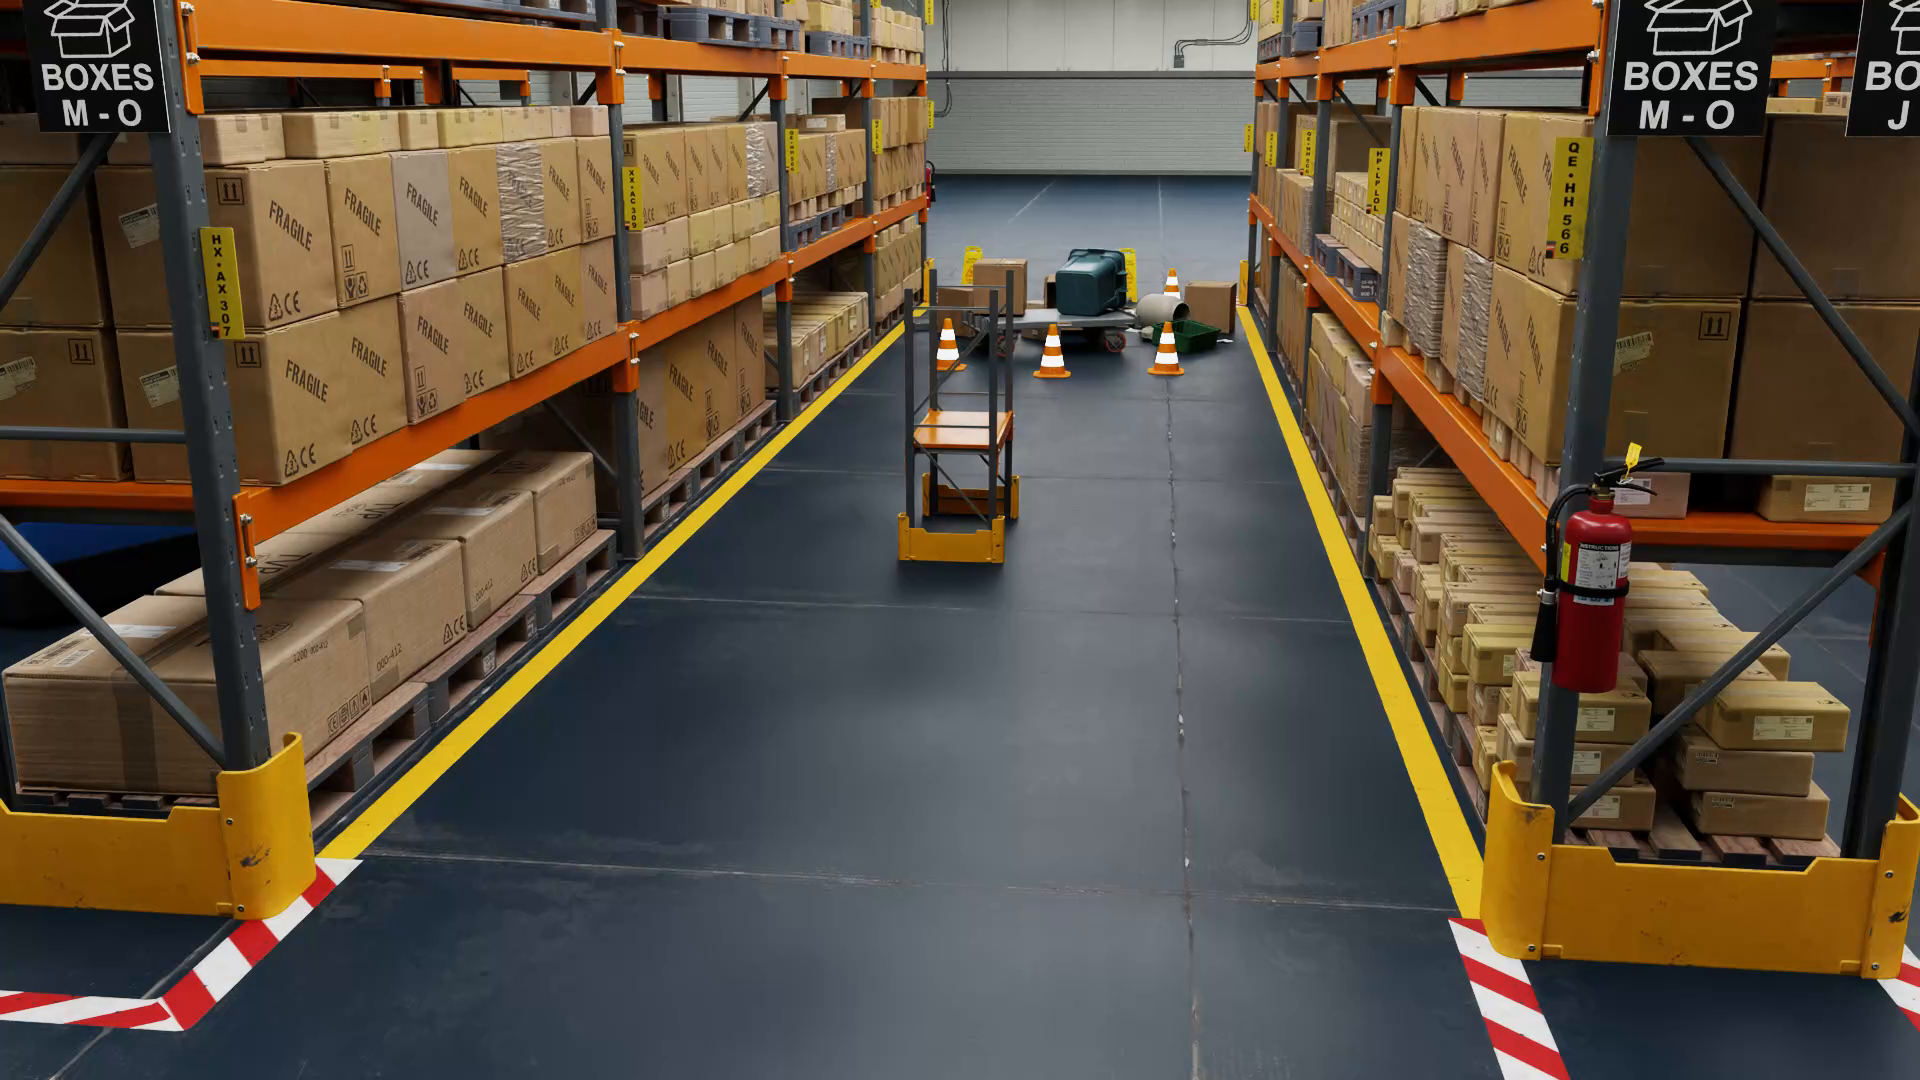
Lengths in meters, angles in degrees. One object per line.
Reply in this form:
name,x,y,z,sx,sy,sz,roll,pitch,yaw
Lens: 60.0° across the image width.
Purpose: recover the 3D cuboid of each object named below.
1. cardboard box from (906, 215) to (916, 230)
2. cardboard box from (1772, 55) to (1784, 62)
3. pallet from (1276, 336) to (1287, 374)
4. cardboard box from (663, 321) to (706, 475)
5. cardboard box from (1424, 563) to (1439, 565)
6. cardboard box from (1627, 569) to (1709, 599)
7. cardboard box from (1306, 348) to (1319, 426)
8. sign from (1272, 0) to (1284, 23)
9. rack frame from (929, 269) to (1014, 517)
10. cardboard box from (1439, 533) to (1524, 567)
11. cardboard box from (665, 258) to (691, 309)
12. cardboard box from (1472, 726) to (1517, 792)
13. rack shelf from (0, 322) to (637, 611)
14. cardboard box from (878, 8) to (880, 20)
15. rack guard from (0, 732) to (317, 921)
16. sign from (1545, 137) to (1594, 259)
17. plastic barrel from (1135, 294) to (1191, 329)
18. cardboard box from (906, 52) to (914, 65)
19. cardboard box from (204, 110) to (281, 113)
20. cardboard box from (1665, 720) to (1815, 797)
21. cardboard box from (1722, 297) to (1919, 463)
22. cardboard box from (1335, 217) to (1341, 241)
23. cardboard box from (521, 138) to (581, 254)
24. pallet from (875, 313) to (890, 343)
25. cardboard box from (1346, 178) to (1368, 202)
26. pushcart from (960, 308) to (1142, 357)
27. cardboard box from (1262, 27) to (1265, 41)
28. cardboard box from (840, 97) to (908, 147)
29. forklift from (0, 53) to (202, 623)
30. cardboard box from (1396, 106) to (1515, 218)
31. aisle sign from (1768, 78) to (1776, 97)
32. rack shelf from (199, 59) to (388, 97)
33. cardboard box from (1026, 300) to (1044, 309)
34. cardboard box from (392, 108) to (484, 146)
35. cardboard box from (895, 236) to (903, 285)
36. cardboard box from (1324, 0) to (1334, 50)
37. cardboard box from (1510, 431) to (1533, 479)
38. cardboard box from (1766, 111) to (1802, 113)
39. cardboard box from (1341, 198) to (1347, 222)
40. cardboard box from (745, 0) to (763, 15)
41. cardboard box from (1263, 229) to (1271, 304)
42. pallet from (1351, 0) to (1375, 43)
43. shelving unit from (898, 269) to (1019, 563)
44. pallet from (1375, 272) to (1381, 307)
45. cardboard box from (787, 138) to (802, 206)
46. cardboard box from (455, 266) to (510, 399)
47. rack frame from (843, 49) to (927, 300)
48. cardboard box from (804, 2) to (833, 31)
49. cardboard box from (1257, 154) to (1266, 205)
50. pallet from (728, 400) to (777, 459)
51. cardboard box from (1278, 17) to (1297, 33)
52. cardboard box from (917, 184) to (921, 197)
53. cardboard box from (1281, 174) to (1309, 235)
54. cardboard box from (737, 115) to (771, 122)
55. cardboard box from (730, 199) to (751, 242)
cardboard box,-0.722,-3.704,19.396,0.380,0.149,0.250,2,15,8
cardboard box,8.393,-4.906,16.598,0.500,0.250,0.500,2,15,6
pallet,3.550,-1.760,15.768,1.003,0.211,1.213,2,15,6
cardboard box,-2.185,-0.928,10.614,0.875,0.875,0.875,2,15,8
cardboard box,2.282,0.154,7.435,0.380,0.149,0.250,2,15,9
cardboard box,2.734,0.222,6.612,0.380,0.149,0.250,2,15,7
cardboard box,2.778,-1.091,11.936,0.500,0.500,0.500,1,15,4
sign,3.011,-5.061,15.742,0.100,0.325,0.005,2,15,6
rack frame,0.067,-0.878,10.036,0.500,1.500,0.032,2,15,6
cardboard box,2.280,0.077,7.147,0.380,0.149,0.250,1,15,4
cardboard box,-1.901,-1.522,9.831,0.500,0.250,0.500,1,15,5
cardboard box,1.989,0.765,5.745,0.380,0.149,0.250,2,15,8
rack shelf,-2.496,-0.488,7.097,1.077,0.370,4.000,2,15,6
cardboard box,-1.007,-5.280,16.651,0.380,0.149,0.250,2,15,8
rack guard,-2.724,0.897,5.388,1.175,0.500,0.348,2,15,6
sign,1.659,-0.930,4.530,0.100,0.325,0.005,2,15,6
plastic barrel,2.166,-2.405,17.744,0.421,0.421,0.512,-14,20,-42
cardboard box,-0.738,-5.558,19.206,0.380,0.149,0.250,2,15,8
cardboard box,-2.760,-1.525,6.205,0.380,0.149,0.250,2,15,6
cardboard box,2.523,0.705,5.395,0.380,0.149,0.250,2,15,9
cardboard box,2.534,-0.497,4.991,0.500,0.500,0.500,2,15,9
cardboard box,2.830,-2.173,11.629,0.380,0.149,0.250,2,15,9
cardboard box,-2.114,-1.623,7.809,0.500,0.500,0.500,1,15,5
pallet,-1.327,-2.258,17.607,1.003,0.211,1.213,2,15,6
cardboard box,2.776,-2.324,11.047,0.380,0.149,0.250,1,15,4
pushcart,0.904,-2.108,16.736,1.648,0.377,0.936,-4,16,-13
cardboard box,3.572,-5.648,18.540,0.380,0.149,0.250,2,15,7
cardboard box,-0.939,-4.472,17.777,0.700,0.500,0.500,1,15,5
forklift,-5.439,-1.291,8.822,3.031,2.935,1.130,10,18,33
cardboard box,2.367,-1.799,7.890,0.500,0.500,0.500,2,15,8
aisle sign,9.236,-5.436,19.039,0.394,0.787,0.004,2,15,6
rack shelf,-6.525,-4.156,14.916,1.077,0.370,4.000,2,15,6
cardboard box,0.943,-2.690,19.327,0.380,0.149,0.250,11,19,35
cardboard box,-2.208,-1.714,6.906,0.380,0.149,0.250,2,15,6
cardboard box,-0.924,-3.084,18.349,0.500,0.500,0.500,3,15,9
cardboard box,2.782,-3.627,11.392,0.500,0.500,0.500,2,15,6
cardboard box,2.043,-0.297,5.495,0.380,0.149,0.250,2,15,6
cardboard box,2.654,-1.245,5.843,0.500,0.500,0.500,1,15,5
cardboard box,2.802,-2.237,11.296,0.380,0.149,0.250,1,15,5
cardboard box,-1.742,-3.828,11.328,0.700,0.500,0.500,1,15,3
cardboard box,3.906,-3.117,18.710,0.875,0.875,0.875,1,15,5
pallet,2.949,-3.017,9.688,1.213,0.211,1.003,2,15,6
shelving unit,0.009,-0.744,9.539,0.587,1.500,1.083,2,15,6
pallet,2.891,-1.335,9.221,1.003,0.211,1.213,2,15,6
cardboard box,-1.538,-2.895,13.058,0.500,0.500,0.500,1,15,5
cardboard box,-2.237,-0.874,6.957,0.500,0.500,0.500,2,15,8
rack frame,-0.916,-4.466,20.431,1.000,3.000,0.127,2,15,6
cardboard box,-1.410,-4.588,14.618,0.500,0.250,0.500,2,15,7
cardboard box,3.789,-4.036,18.555,0.875,0.550,0.550,2,15,6
pallet,-1.982,-0.843,12.374,1.003,0.211,1.213,2,15,6
cardboard box,3.286,-4.990,16.110,0.380,0.149,0.250,2,15,6
cardboard box,-0.664,-4.172,19.827,0.380,0.149,0.250,2,15,6
cardboard box,3.121,-2.968,14.700,0.500,0.500,0.500,2,15,6
cardboard box,-1.792,-3.740,14.937,0.380,0.149,0.250,3,15,9
cardboard box,-1.713,-2.160,11.234,0.500,0.250,0.500,1,15,5
